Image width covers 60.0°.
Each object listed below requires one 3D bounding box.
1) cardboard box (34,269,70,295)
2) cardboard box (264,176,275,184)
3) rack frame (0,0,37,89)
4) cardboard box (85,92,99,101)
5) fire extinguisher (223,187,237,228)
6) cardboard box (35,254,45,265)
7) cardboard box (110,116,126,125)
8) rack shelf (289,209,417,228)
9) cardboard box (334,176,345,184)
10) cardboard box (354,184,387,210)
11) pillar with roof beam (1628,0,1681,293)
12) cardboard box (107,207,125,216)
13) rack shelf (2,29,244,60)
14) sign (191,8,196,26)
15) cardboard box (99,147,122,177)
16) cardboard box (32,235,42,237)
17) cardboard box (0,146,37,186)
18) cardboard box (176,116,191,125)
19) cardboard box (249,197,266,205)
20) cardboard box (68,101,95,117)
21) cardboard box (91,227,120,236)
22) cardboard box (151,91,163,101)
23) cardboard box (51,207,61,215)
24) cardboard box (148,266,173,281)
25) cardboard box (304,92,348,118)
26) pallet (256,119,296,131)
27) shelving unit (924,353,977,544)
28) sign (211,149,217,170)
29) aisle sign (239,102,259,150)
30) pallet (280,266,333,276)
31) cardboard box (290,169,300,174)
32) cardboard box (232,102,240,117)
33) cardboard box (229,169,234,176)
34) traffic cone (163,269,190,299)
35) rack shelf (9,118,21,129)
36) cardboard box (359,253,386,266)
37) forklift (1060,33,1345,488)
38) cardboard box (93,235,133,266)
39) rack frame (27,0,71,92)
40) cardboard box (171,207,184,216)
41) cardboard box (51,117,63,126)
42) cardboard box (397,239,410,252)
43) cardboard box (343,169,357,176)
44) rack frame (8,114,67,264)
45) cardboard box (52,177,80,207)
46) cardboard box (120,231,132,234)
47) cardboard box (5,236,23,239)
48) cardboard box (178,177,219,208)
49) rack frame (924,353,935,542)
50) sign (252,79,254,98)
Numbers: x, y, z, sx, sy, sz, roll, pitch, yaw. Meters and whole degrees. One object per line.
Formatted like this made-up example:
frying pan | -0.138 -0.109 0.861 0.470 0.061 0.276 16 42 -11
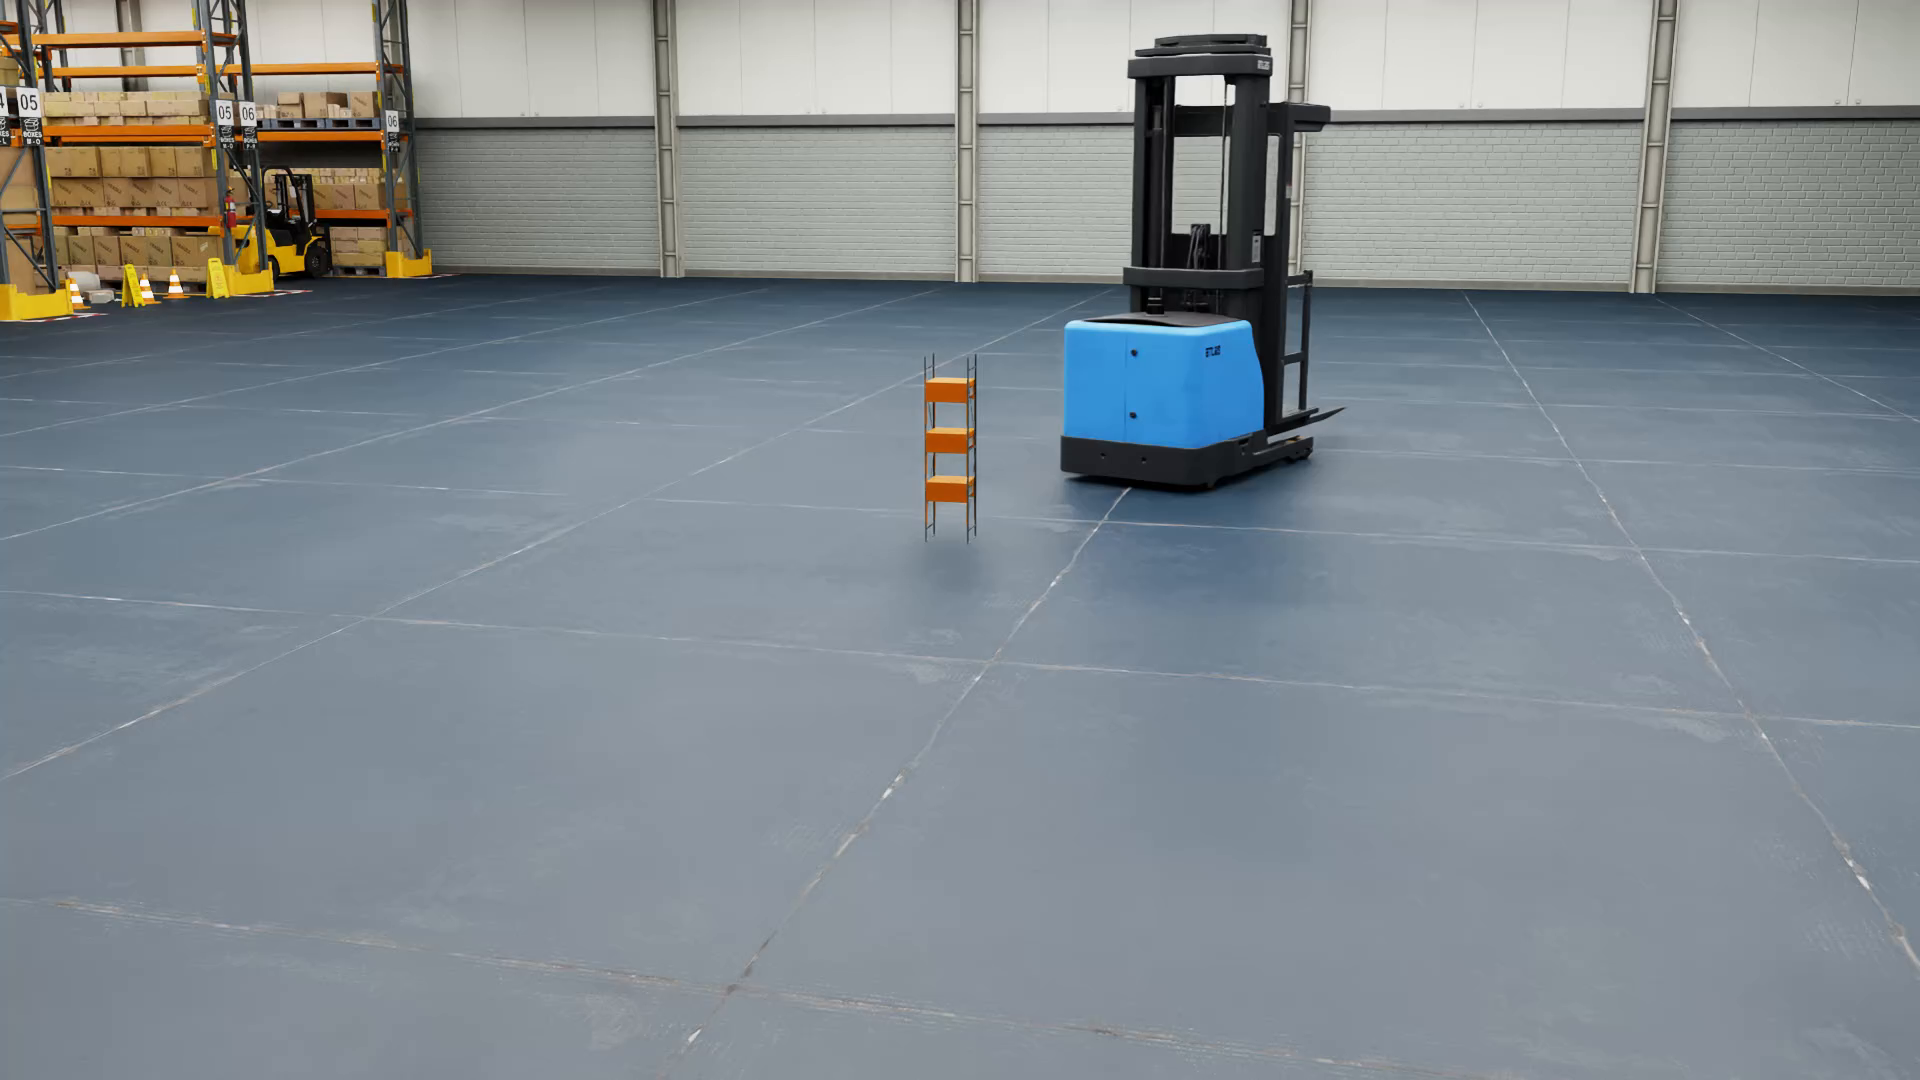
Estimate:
cardboard box | -14.554 -4.062 26.606 0.637 0.503 0.797 -6 14 -25
cardboard box | -13.706 -7.204 33.276 0.250 0.149 0.380 3 13 13
rack frame | -13.330 -7.605 22.959 0.127 3.000 1.000 3 13 14
cardboard box | -14.621 -7.520 28.240 0.250 0.149 0.380 3 13 13
fire extinguisher | -12.242 -5.582 27.869 0.183 0.674 0.296 3 13 14
cardboard box | -16.636 -4.879 29.619 0.625 0.372 0.950 3 13 14
cardboard box | -14.158 -7.094 28.162 0.250 0.149 0.380 3 13 13
rack shelf | -12.999 -6.519 33.576 4.000 0.370 1.077 3 13 14
cardboard box | -12.191 -7.139 32.983 0.250 0.149 0.380 3 13 13
cardboard box | -11.598 -6.785 32.885 0.500 0.500 0.500 3 13 12
pillar with roof beam | 10.753 -7.770 23.703 0.400 9.000 9.100 3 13 14
cardboard box | -14.406 -5.648 28.569 0.250 0.149 0.380 3 13 13
rack shelf | -14.184 -8.402 28.221 4.000 0.370 1.077 3 13 14
sign | -15.059 -10.283 32.689 0.005 0.325 0.100 3 13 14
cardboard box | -14.251 -6.473 28.481 0.500 0.500 0.700 3 13 13
cardboard box | -19.364 -6.455 34.932 0.250 0.149 0.380 2 13 11
cardboard box | -13.681 -5.304 23.599 0.550 0.550 0.875 3 13 14
cardboard box | -12.905 -7.030 27.872 0.250 0.149 0.380 3 13 14
cardboard box | -14.062 -6.921 33.497 0.500 0.500 0.500 3 13 15
cardboard box | -14.778 -7.332 28.315 0.500 0.250 0.500 3 13 14
cardboard box | -14.749 -5.329 28.702 0.250 0.149 0.380 4 13 17
cardboard box | -13.369 -7.464 27.987 0.250 0.149 0.380 3 13 14
cardboard box | -15.639 -5.721 28.899 0.250 0.149 0.380 3 13 15
cardboard box | -13.593 -4.599 28.639 0.500 0.250 0.500 3 13 14
cardboard box | -12.515 -8.579 32.845 0.500 0.500 0.700 3 13 14
pallet | -14.106 -8.356 33.475 1.213 0.211 1.003 3 13 14
shelving unit | -0.052 -0.515 9.357 0.252 1.050 0.215 3 13 14
sign | -12.395 -6.326 27.643 0.005 0.325 0.100 3 13 14
aisle sign | -12.108 -7.053 28.322 0.004 0.787 0.394 3 13 14
pallet | -12.990 -5.500 33.758 1.213 0.211 1.003 3 13 14
cardboard box | -13.186 -7.346 33.229 0.250 0.149 0.380 3 13 14
cardboard box | -12.667 -7.341 28.354 0.500 0.250 0.500 3 13 13
cardboard box | -14.702 -7.406 33.496 0.250 0.149 0.380 3 13 15
traffic cone | -12.969 -4.235 27.477 0.334 0.463 0.336 3 13 14
rack shelf | -15.272 -5.893 23.830 4.000 0.370 1.077 3 13 14
cardboard box | -11.589 -5.587 33.093 0.500 0.250 0.500 3 13 14
forklift | 1.924 -2.037 11.874 1.130 2.935 3.031 8 15 33
cardboard box | -14.592 -5.019 28.800 0.500 0.500 0.500 4 13 16
rack frame | -18.824 -10.110 34.251 0.127 3.000 1.000 3 13 14
cardboard box | -13.173 -5.582 28.271 0.250 0.149 0.380 3 13 13
cardboard box | -15.374 -7.189 28.589 0.250 0.149 0.380 3 13 14
cardboard box | -11.464 -5.941 33.535 0.500 0.250 0.500 3 13 15
cardboard box | -11.963 -7.265 32.864 0.250 0.149 0.380 3 13 15
rack frame | -16.126 -5.930 29.260 0.127 3.000 1.000 3 13 14
cardboard box | -15.273 -6.021 28.754 0.500 0.500 0.500 3 13 13
cardboard box | -16.932 -6.125 34.651 0.625 0.625 0.875 3 13 11
cardboard box | -19.769 -6.171 35.148 0.500 0.500 0.500 3 13 13
cardboard box | -12.835 -5.886 28.147 0.500 0.500 0.500 3 13 13
rack frame | -0.170 -0.522 9.385 0.008 1.050 0.200 3 13 14
sign | -12.113 -7.727 28.419 0.005 0.325 0.100 3 13 14
